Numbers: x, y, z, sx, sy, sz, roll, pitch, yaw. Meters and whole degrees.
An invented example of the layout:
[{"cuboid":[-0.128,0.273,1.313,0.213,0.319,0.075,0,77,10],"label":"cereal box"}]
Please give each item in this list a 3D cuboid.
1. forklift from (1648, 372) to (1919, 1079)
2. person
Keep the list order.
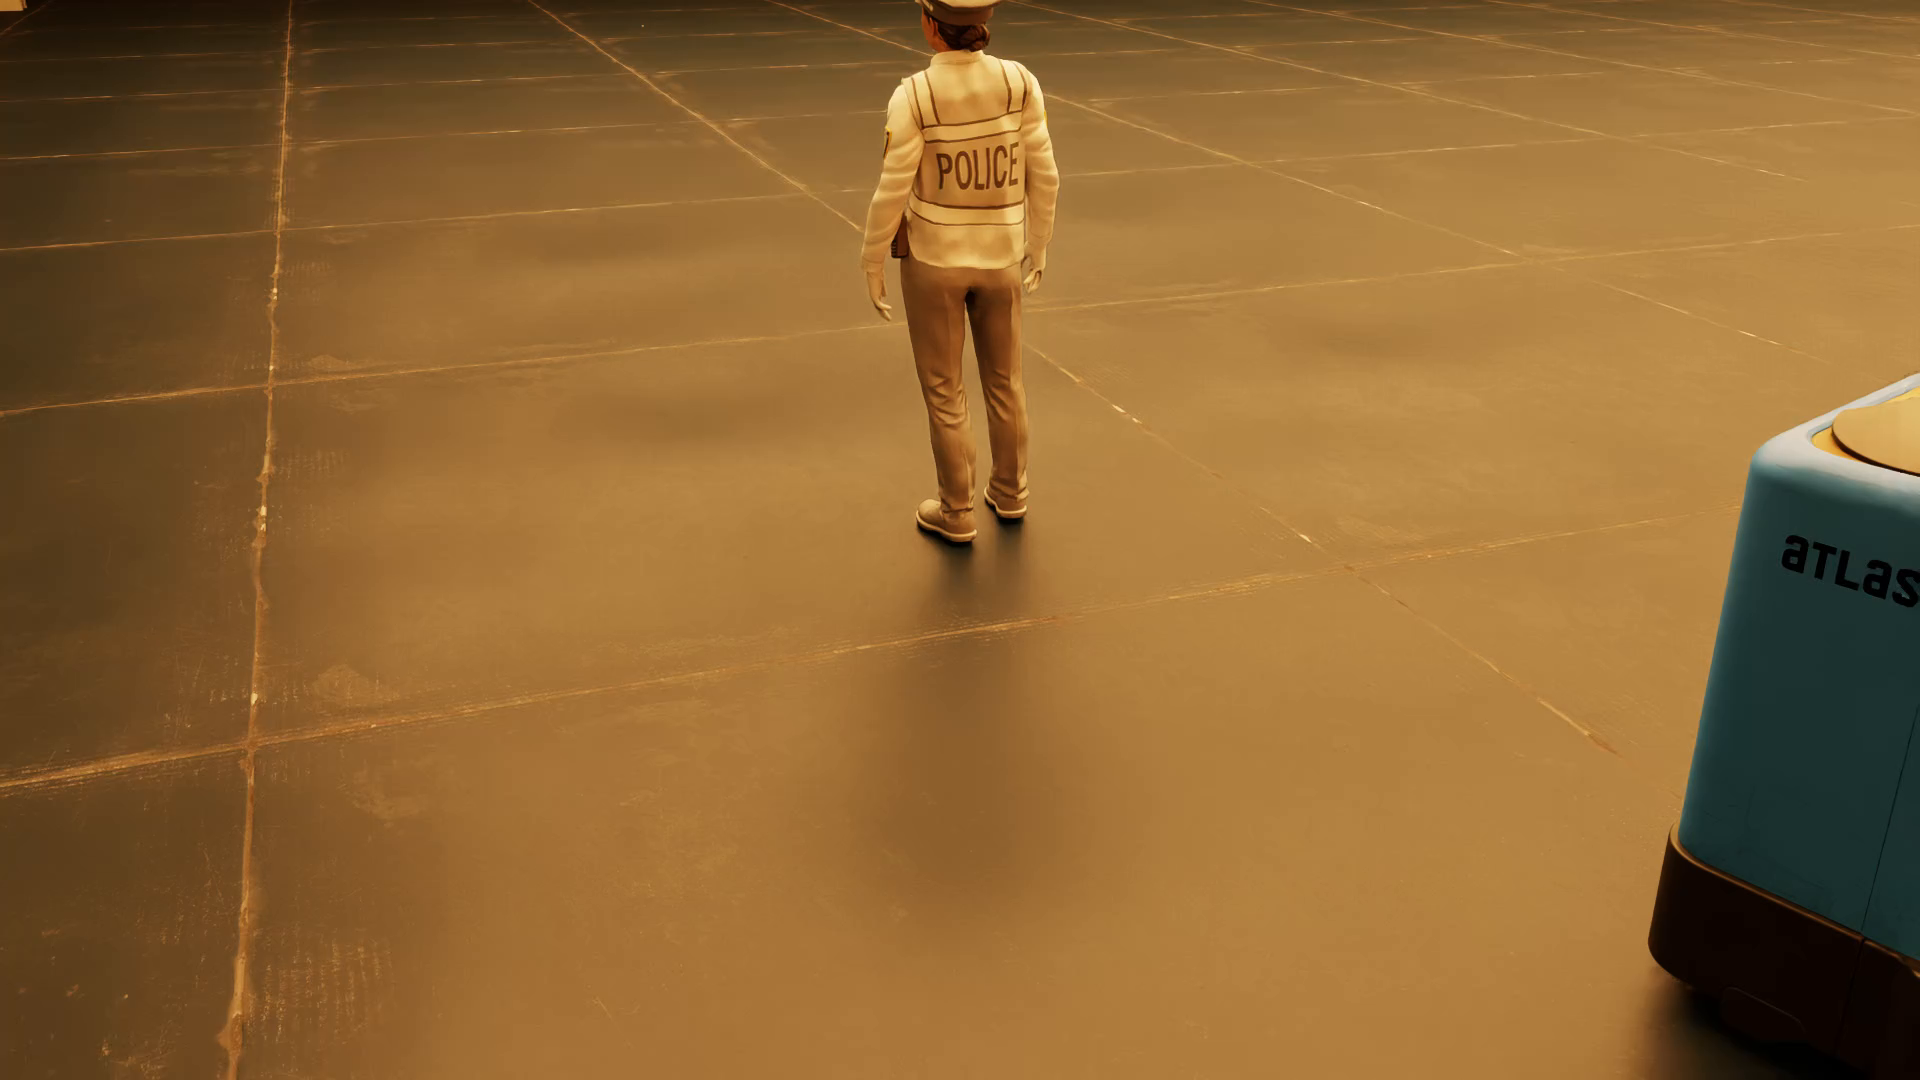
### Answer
[{"cuboid":[2.607,-0.202,1.778,1.130,2.935,3.031,-18,29,-36],"label":"forklift"},{"cuboid":[-0.017,-0.814,4.809,0.588,1.695,0.531,-8,24,-18],"label":"person"}]
